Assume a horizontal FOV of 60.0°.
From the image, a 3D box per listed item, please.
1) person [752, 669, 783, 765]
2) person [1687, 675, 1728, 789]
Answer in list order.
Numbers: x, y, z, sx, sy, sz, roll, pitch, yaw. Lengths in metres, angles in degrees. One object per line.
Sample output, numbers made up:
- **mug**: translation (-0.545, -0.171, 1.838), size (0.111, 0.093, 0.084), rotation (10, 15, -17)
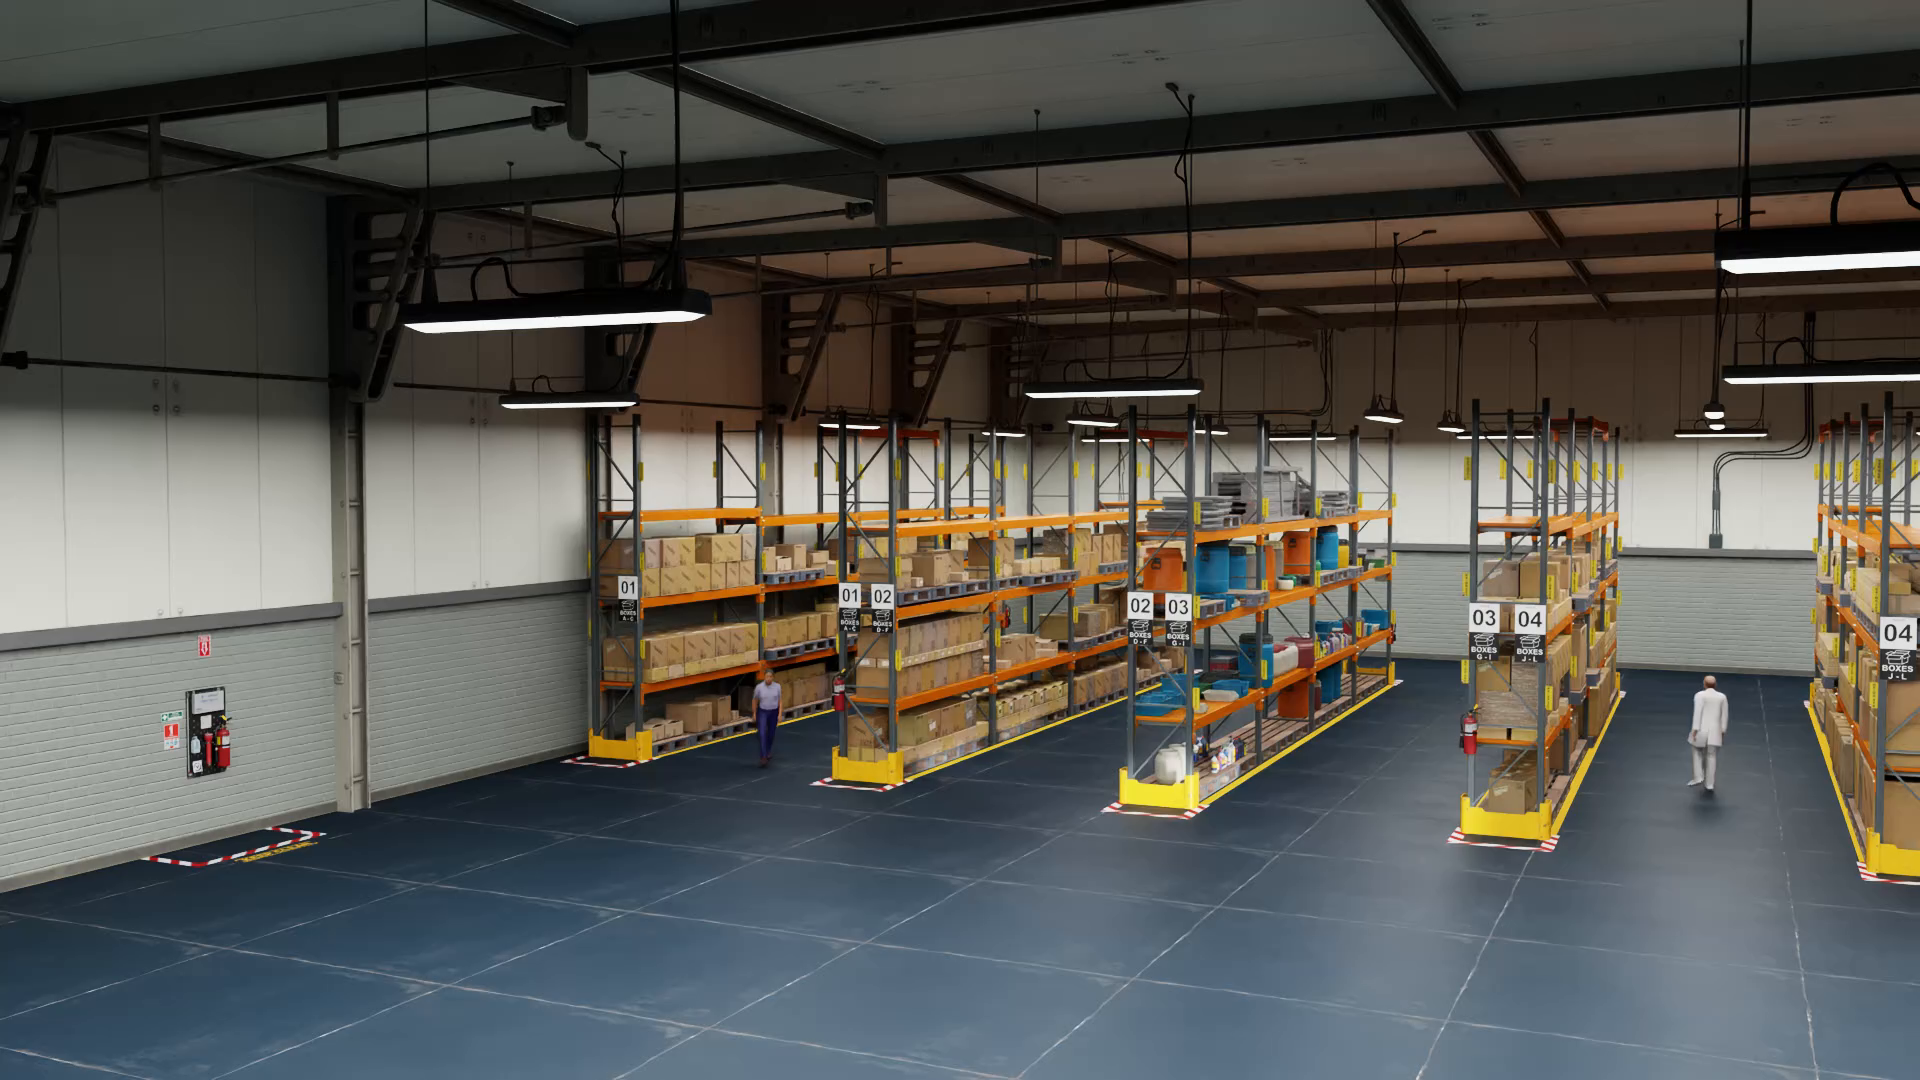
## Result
- **person**: translation (-3.298, 3.017, 28.515), size (0.532, 1.571, 0.987), rotation (-1, 3, -25)
- **person**: translation (11.818, 3.050, 26.222), size (0.577, 1.814, 0.595), rotation (1, 2, 16)
